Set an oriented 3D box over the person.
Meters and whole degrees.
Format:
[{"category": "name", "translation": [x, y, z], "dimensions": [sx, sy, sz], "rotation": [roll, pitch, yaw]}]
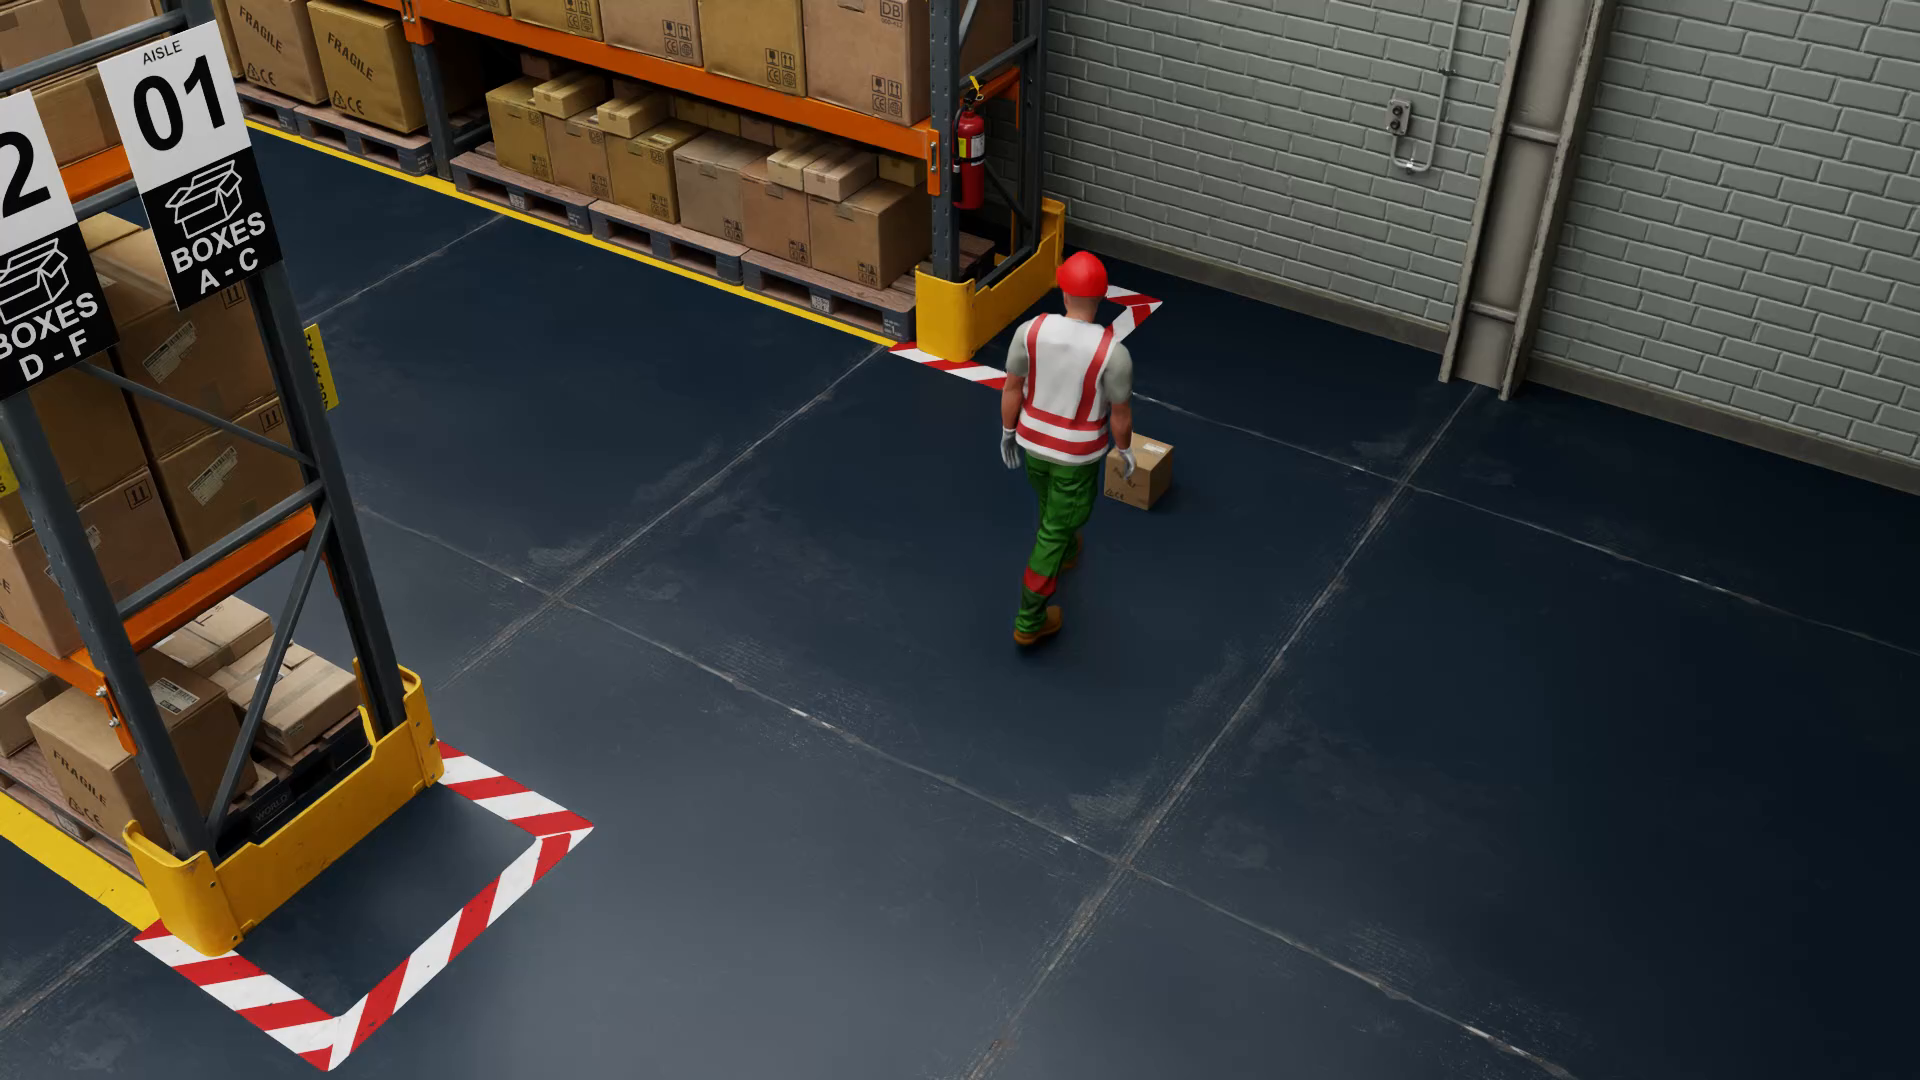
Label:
[{"category": "person", "translation": [0.478, -0.433, 7.193], "dimensions": [0.548, 1.748, 0.880], "rotation": [21, 43, 25]}]
